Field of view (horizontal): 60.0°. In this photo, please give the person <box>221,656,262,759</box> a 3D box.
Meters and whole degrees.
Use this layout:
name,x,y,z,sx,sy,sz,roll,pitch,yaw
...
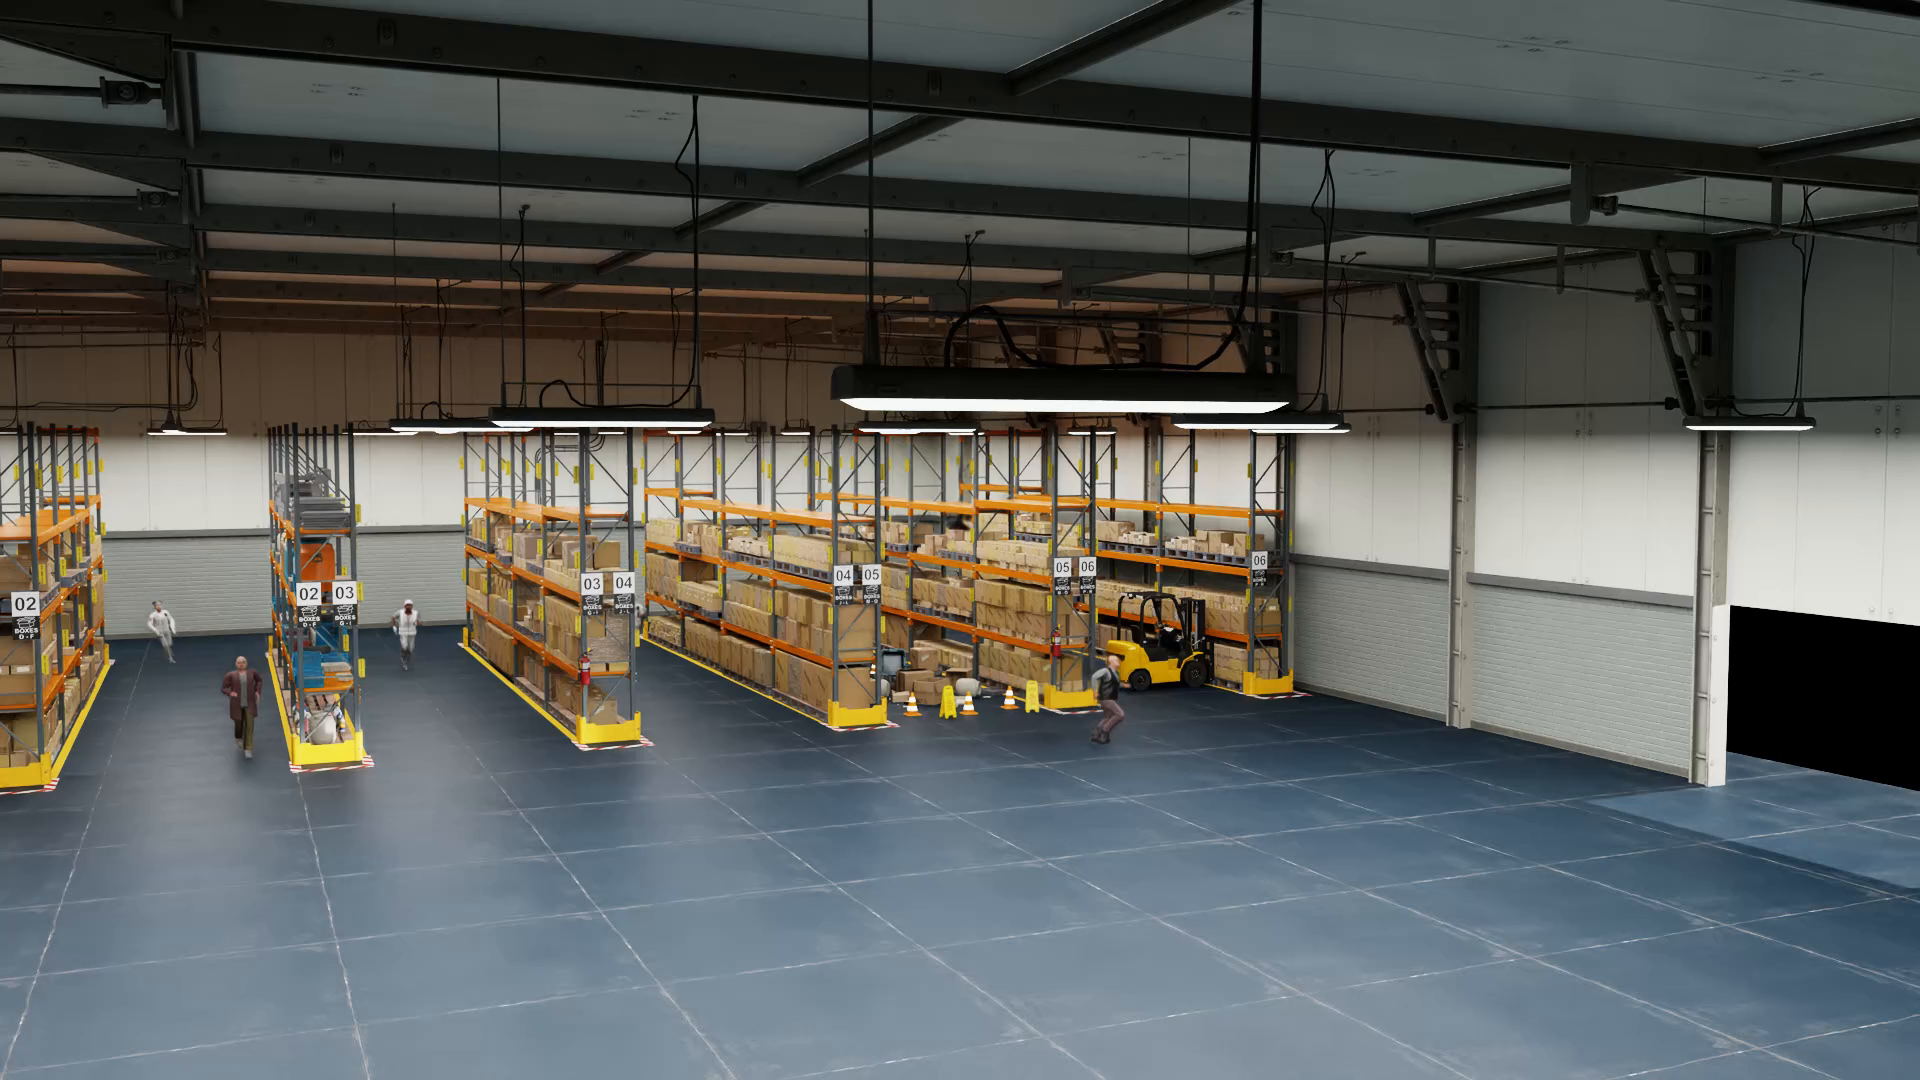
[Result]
name,x,y,z,sx,sy,sz,roll,pitch,yaw
person,-12.967,2.993,30.065,0.710,1.790,1.042,-2,4,-28

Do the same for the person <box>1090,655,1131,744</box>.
name,x,y,z,sx,sy,sz,roll,pitch,yaw
person,2.789,2.975,30.906,0.766,1.671,0.690,2,4,27

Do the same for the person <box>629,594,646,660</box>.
name,x,y,z,sx,sy,sz,roll,pitch,yaw
person,-8.442,2.262,43.217,0.540,1.756,0.732,-1,4,-17

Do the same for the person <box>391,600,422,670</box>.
name,x,y,z,sx,sy,sz,roll,pitch,yaw
person,-13.603,2.336,40.944,0.662,1.744,0.766,-2,4,-31

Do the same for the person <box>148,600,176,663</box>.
name,x,y,z,sx,sy,sz,roll,pitch,yaw
person,-20.265,2.333,42.232,0.638,1.620,0.488,-3,4,-39
